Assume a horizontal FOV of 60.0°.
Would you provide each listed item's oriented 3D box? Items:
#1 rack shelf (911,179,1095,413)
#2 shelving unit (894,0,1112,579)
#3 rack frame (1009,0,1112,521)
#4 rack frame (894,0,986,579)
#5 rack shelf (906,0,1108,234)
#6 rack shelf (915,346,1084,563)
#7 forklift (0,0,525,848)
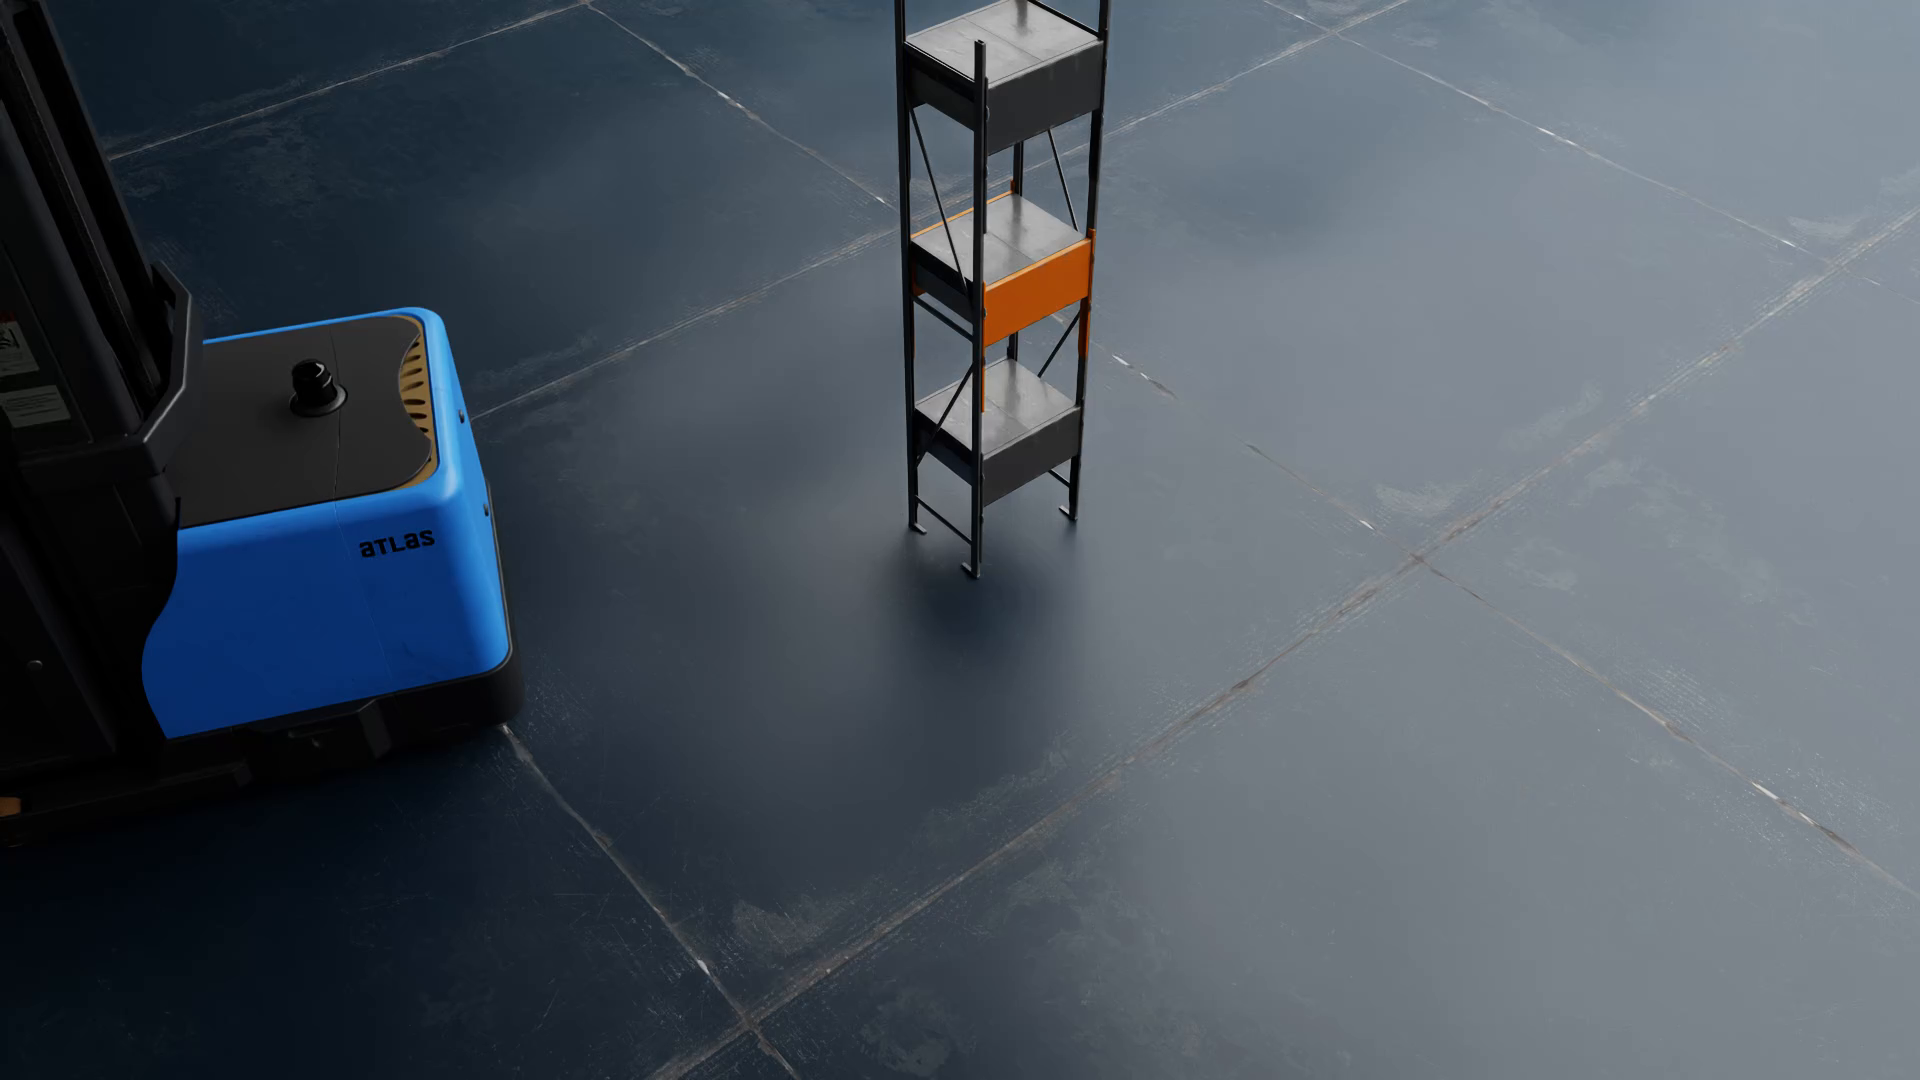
[{"bbox_3d":[0.127,-0.828,5.618,0.480,0.518,0.431,-30,51,-28],"label":"rack shelf"},{"bbox_3d":[0.127,-0.838,5.609,0.503,2.100,0.431,-30,51,-28],"label":"shelving unit"},{"bbox_3d":[0.314,-0.945,5.723,0.015,2.100,0.400,-30,51,-28],"label":"rack frame"},{"bbox_3d":[-0.060,-0.731,5.494,0.015,2.100,0.400,-30,51,-28],"label":"rack frame"},{"bbox_3d":[0.127,-1.338,5.139,0.480,0.518,0.431,-30,51,-28],"label":"rack shelf"},{"bbox_3d":[0.127,-0.318,6.097,0.480,0.518,0.431,-30,51,-28],"label":"rack shelf"},{"bbox_3d":[-3.032,-0.471,4.610,3.031,2.935,1.130,-12,44,-12],"label":"forklift"}]
